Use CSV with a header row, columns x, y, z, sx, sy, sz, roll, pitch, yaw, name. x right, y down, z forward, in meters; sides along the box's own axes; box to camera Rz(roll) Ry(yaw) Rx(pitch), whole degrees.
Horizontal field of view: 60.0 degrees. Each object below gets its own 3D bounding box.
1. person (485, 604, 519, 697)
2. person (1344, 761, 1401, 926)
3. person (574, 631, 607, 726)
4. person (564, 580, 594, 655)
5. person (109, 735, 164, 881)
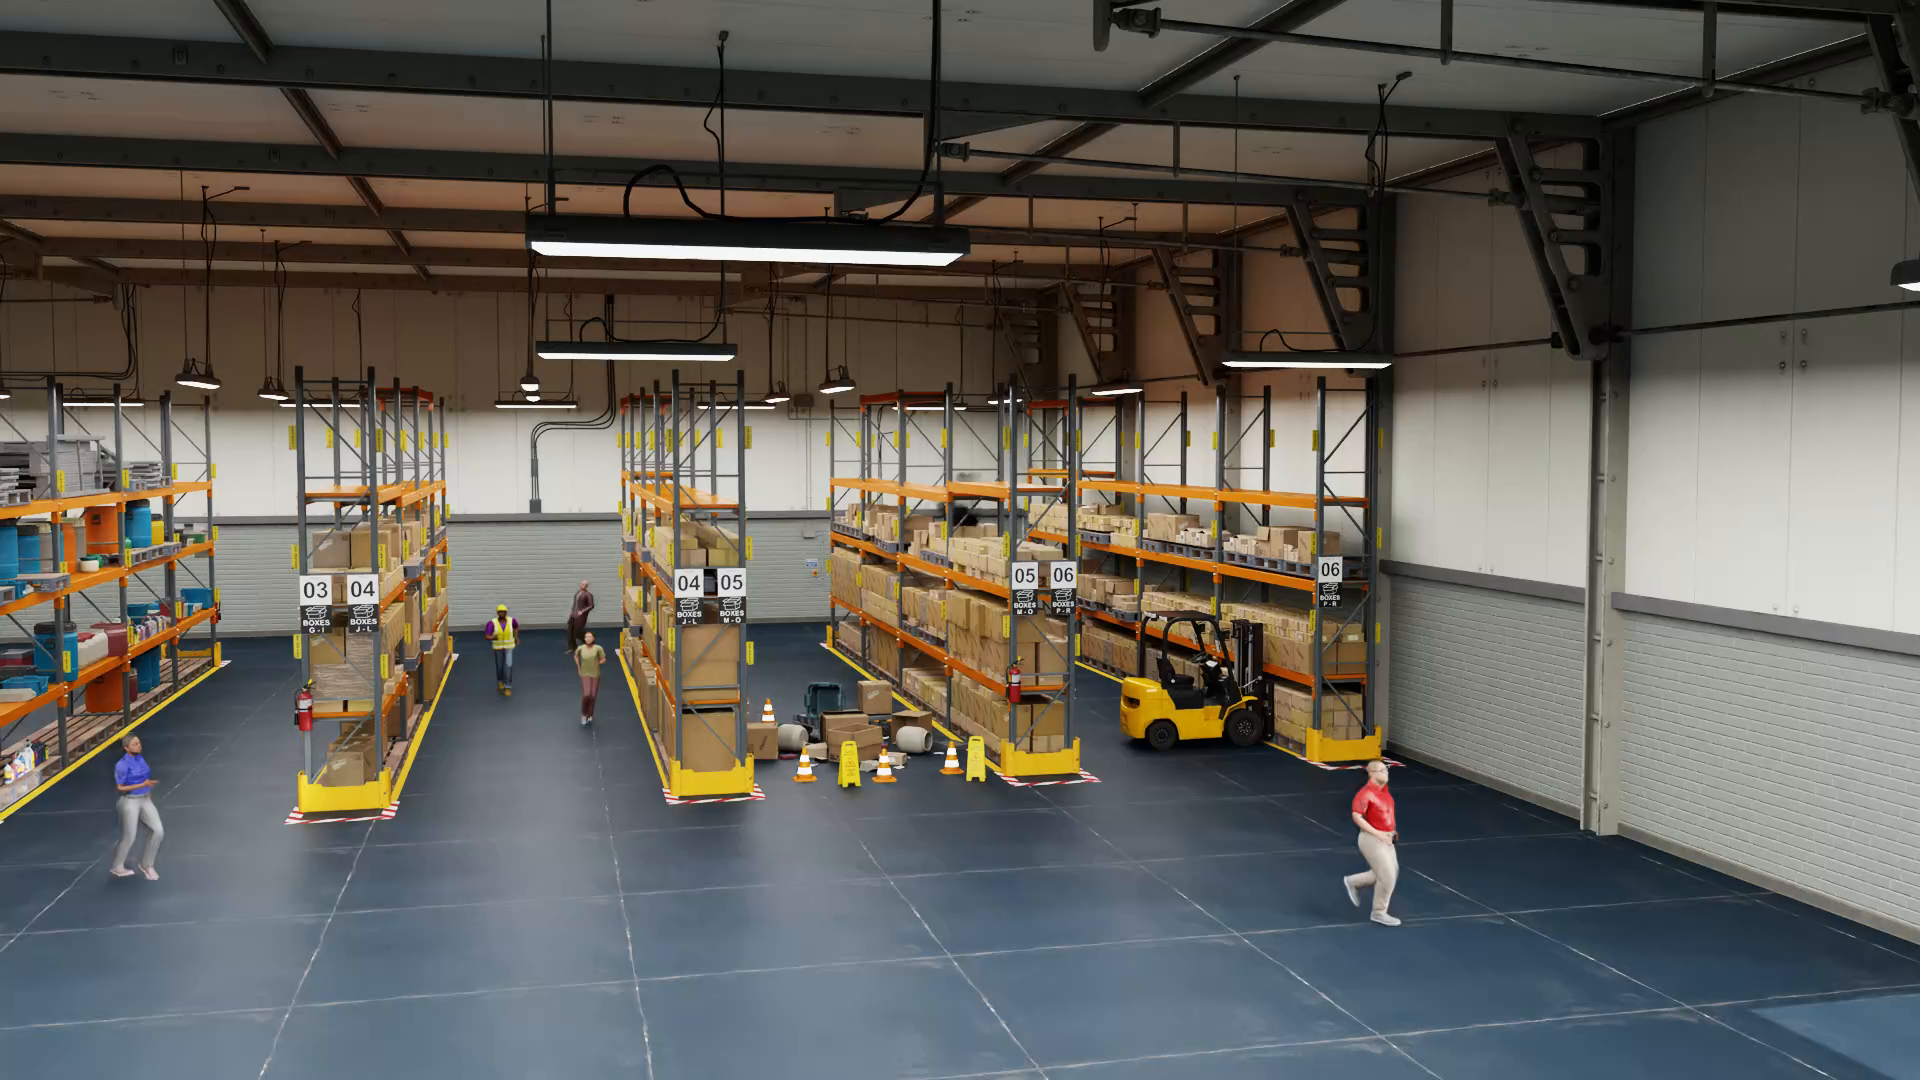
x,y,z,sx,sy,sz,roll,pitch,yaw,name
-9.017,2.148,32.758,0.646,1.779,0.957,-1,4,-15,person
4.291,3.124,17.295,0.653,1.682,0.686,3,4,36,person
-6.508,2.430,29.312,0.552,1.674,0.650,-1,4,-15,person
-8.925,1.818,39.068,0.764,1.751,0.778,3,4,37,person
-9.357,3.056,18.904,0.693,1.702,0.554,1,4,17,person
